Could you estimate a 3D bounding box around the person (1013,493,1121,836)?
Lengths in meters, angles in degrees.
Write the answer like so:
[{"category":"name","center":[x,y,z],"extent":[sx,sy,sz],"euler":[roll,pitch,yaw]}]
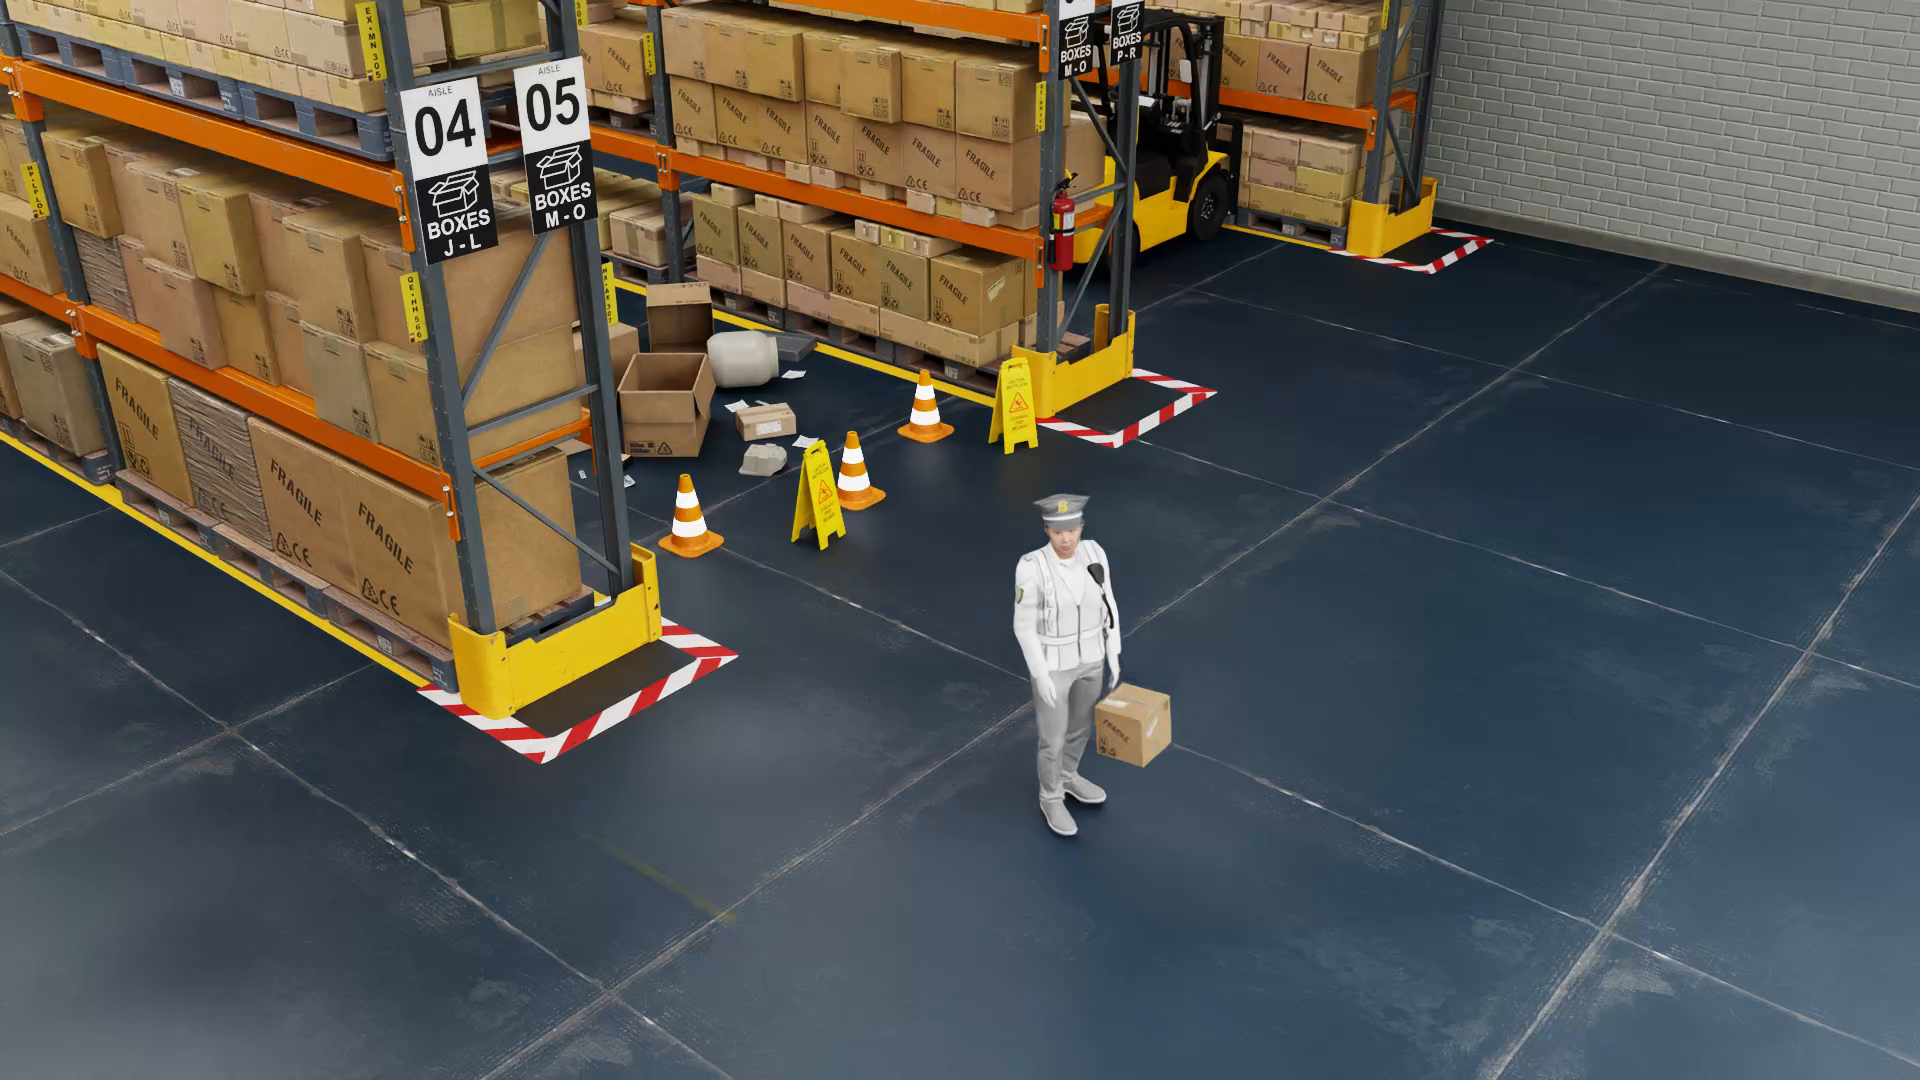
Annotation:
[{"category":"person","center":[0.478,0.543,7.542],"extent":[0.511,1.688,0.412],"euler":[-12,30,-22]}]
